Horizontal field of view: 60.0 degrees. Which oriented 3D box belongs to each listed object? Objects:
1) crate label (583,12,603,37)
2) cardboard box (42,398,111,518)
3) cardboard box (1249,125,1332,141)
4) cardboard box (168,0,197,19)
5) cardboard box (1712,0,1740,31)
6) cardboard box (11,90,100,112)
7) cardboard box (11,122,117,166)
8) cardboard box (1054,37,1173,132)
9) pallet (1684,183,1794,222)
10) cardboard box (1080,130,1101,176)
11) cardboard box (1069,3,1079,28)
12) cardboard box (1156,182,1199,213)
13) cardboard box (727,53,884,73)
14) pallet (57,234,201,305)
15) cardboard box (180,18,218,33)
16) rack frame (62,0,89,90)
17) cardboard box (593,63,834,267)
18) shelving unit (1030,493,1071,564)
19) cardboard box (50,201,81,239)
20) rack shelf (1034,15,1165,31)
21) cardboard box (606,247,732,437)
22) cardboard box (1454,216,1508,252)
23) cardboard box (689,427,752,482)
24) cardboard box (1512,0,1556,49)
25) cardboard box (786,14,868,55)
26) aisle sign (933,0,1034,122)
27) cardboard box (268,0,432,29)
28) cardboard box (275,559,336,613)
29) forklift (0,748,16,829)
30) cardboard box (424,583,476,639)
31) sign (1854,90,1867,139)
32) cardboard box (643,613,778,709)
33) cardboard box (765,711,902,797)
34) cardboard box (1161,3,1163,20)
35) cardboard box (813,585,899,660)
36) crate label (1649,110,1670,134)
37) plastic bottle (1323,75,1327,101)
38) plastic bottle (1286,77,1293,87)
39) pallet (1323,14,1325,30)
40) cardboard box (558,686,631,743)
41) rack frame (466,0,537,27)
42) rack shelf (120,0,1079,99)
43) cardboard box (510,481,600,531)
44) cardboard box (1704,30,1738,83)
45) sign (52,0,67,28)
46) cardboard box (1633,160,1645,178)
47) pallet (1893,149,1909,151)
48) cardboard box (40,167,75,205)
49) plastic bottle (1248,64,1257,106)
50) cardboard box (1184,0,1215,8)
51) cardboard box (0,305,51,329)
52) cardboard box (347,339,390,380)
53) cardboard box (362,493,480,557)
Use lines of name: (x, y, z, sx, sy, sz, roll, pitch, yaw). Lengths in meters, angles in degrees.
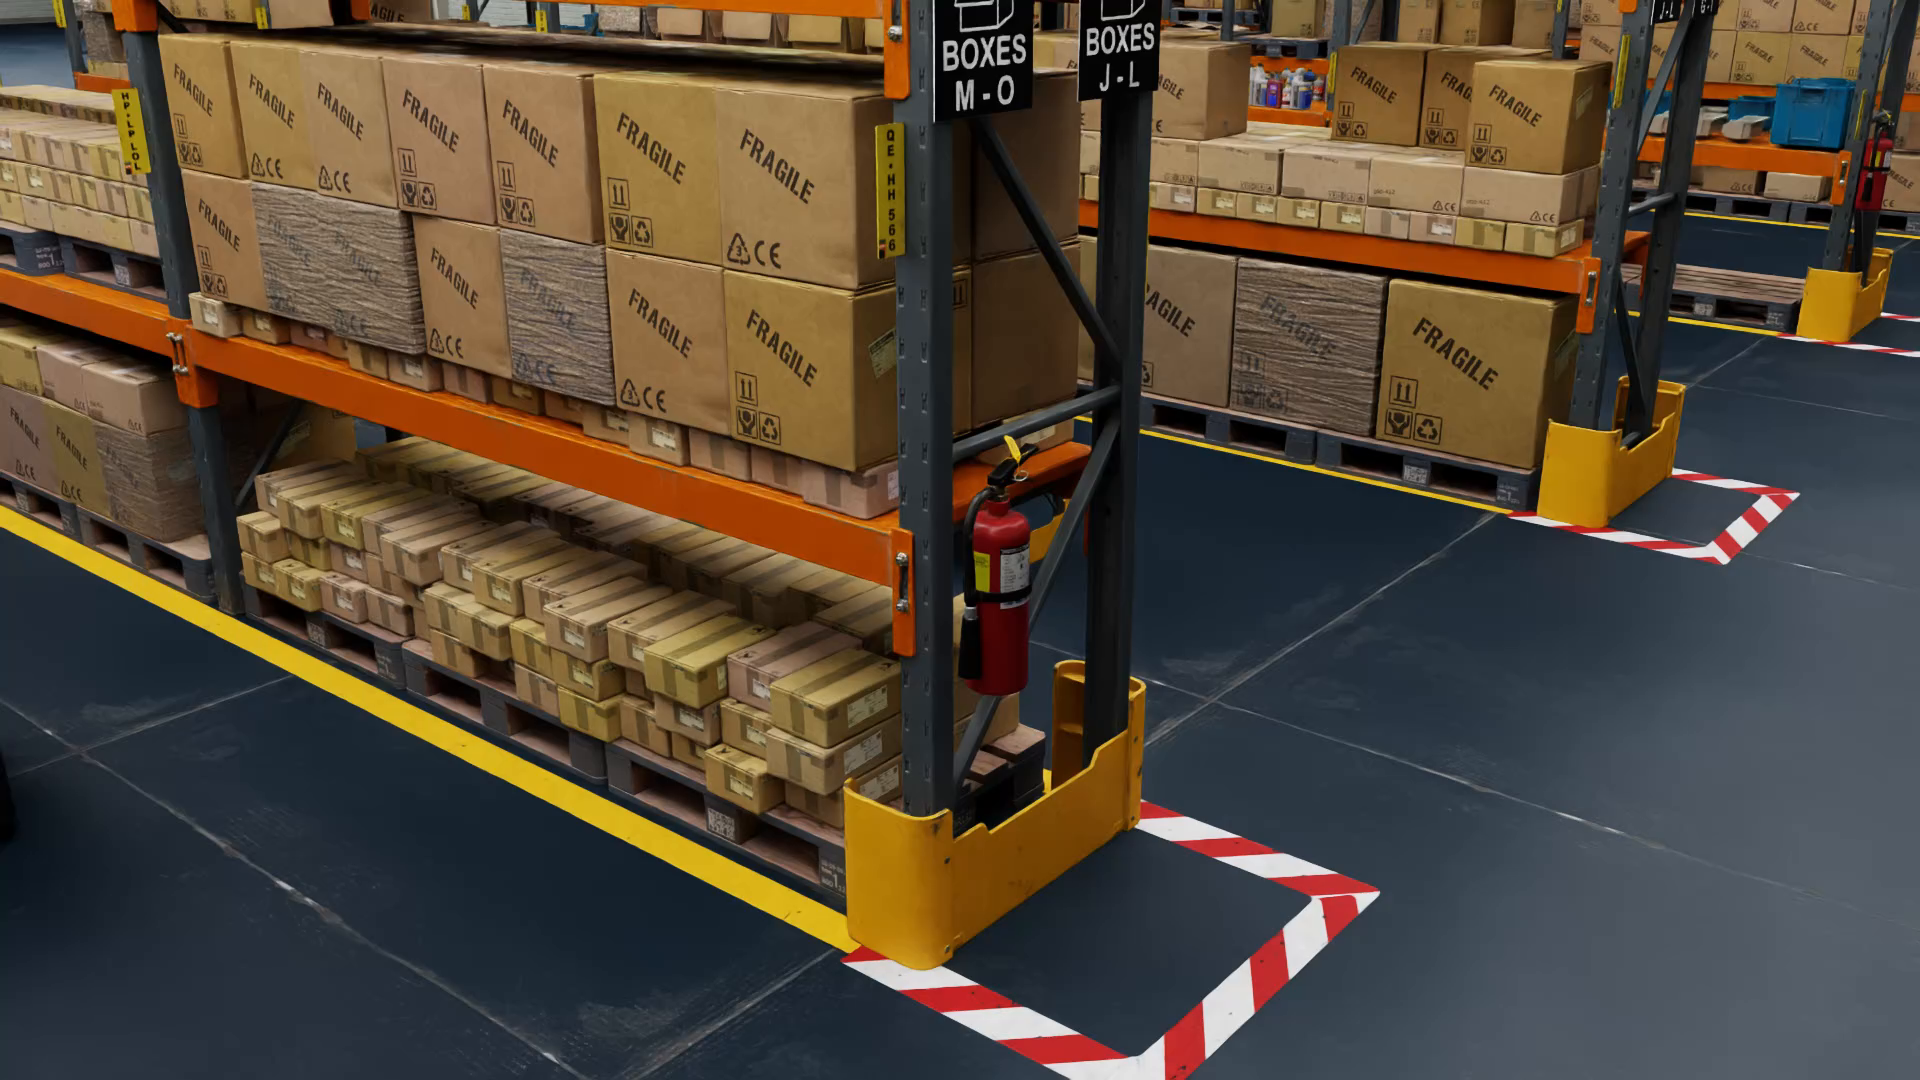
crate label: (-4.257, -6.258, 20.462, 0.616, 0.435, 0.502, 16, 26, 36)
cardboard box: (-4.034, -0.451, 8.062, 0.500, 0.500, 0.500, 15, 26, 35)
cardboard box: (2.007, -2.247, 9.666, 0.500, 0.250, 0.500, 15, 26, 35)
cardboard box: (-7.185, -5.234, 15.816, 0.500, 0.500, 0.500, 16, 26, 36)
cardboard box: (7.562, -5.357, 16.564, 0.500, 0.500, 0.500, 15, 25, 35)
cardboard box: (-4.937, -2.364, 9.105, 0.250, 0.149, 0.380, 17, 27, 38)
cardboard box: (-4.138, -1.839, 7.713, 0.250, 0.149, 0.380, 15, 25, 35)
cardboard box: (0.897, -2.678, 9.747, 0.500, 0.500, 0.500, 16, 26, 36)
pallet: (8.058, -3.524, 17.214, 1.213, 0.211, 1.003, 16, 26, 36)
cardboard box: (0.891, -2.327, 9.880, 0.500, 0.250, 0.500, 16, 26, 36)
cardboard box: (1.760, -6.681, 21.491, 0.500, 0.500, 0.500, 16, 26, 36)
cardboard box: (1.334, -1.984, 9.533, 0.250, 0.149, 0.380, 16, 26, 37)
cardboard box: (-0.380, -1.259, 5.275, 0.500, 0.500, 0.500, 17, 27, 38)
pallet: (-3.404, -1.334, 7.727, 1.213, 0.211, 1.003, 16, 26, 36)
cardboard box: (-7.013, -4.840, 16.189, 0.500, 0.500, 0.875, 16, 26, 36)
rack frame: (-8.986, -5.224, 17.771, 0.127, 3.000, 1.000, 16, 26, 36)
cardboard box: (-0.709, -1.122, 4.913, 0.500, 0.500, 0.500, 15, 25, 35)
shelving unit: (-0.059, -0.719, 7.949, 1.083, 1.500, 0.587, 16, 26, 36)
cardboard box: (-3.924, -1.497, 7.648, 0.250, 0.149, 0.380, 15, 25, 34)
rack shelf: (1.959, -8.504, 27.486, 4.000, 0.370, 1.077, 16, 26, 36)
cardboard box: (-0.712, -0.654, 5.087, 0.500, 0.500, 0.500, 16, 26, 35)
cardboard box: (2.723, -1.584, 8.474, 0.250, 0.149, 0.380, 16, 26, 37)
cardboard box: (-0.609, -0.317, 5.113, 0.250, 0.149, 0.380, 16, 26, 36)
cardboard box: (6.352, -5.664, 18.201, 0.500, 0.500, 0.700, 7, 22, 18)
cardboard box: (-0.714, -3.360, 11.263, 0.637, 0.503, 0.797, 16, 26, 37)
aisle sign: (0.062, -1.439, 4.050, 0.004, 0.787, 0.394, 16, 26, 36)
cardboard box: (-5.360, -4.594, 14.653, 1.000, 1.000, 1.000, 16, 26, 37)
cardboard box: (-2.619, 0.152, 6.959, 0.250, 0.149, 0.380, 17, 27, 38)
forklift: (-4.630, -0.203, 4.554, 3.031, 2.935, 1.130, -14, 25, -33)
cardboard box: (-1.800, 0.232, 6.326, 0.250, 0.149, 0.380, 16, 26, 36)
sign: (6.206, -2.931, 11.458, 0.005, 0.325, 0.100, 16, 26, 36)
cardboard box: (-0.815, 0.394, 5.474, 0.250, 0.149, 0.380, 15, 26, 35)
cardboard box: (-0.394, 0.637, 5.251, 0.250, 0.149, 0.380, 15, 25, 35)
cardboard box: (2.950, -8.356, 26.260, 0.500, 0.250, 0.500, 16, 26, 36)
cardboard box: (-0.286, 0.299, 5.725, 0.250, 0.149, 0.380, 17, 26, 37)
crate label: (5.348, -3.170, 12.611, 0.243, 0.136, 0.396, 16, 26, 36)
plastic bottle: (3.325, -4.075, 14.887, 0.133, 0.283, 0.061, 16, 26, 36)
plastic bottle: (2.977, -4.059, 14.962, 0.097, 0.201, 0.097, 0, 21, 0)
pallet: (5.988, -7.542, 24.188, 1.003, 0.211, 1.213, 16, 26, 36)
cardboard box: (-1.195, 0.552, 5.898, 0.250, 0.149, 0.380, 15, 25, 34)
rack frame: (-5.854, -6.578, 21.361, 0.127, 3.000, 1.000, 16, 26, 36)
rack shelf: (-1.354, -1.834, 5.550, 4.000, 0.370, 1.077, 16, 26, 36)
cardboard box: (-1.623, -0.132, 6.870, 0.250, 0.149, 0.380, 15, 25, 34)
cardboard box: (7.585, -4.887, 16.735, 0.500, 0.500, 0.500, 16, 26, 36)
sign: (-9.329, -5.481, 17.225, 0.005, 0.325, 0.100, 16, 26, 36)
cardboard box: (7.198, -4.241, 18.082, 0.500, 0.500, 0.500, 16, 26, 36)
pallet: (11.196, -4.841, 20.707, 1.213, 0.211, 1.003, 16, 26, 36)
cardboard box: (-3.947, -1.641, 7.608, 0.250, 0.149, 0.380, 15, 25, 35)
plastic bottle: (2.523, -3.994, 14.577, 0.185, 0.351, 0.144, 16, 26, 36)
cardboard box: (3.881, -8.524, 25.755, 0.500, 0.500, 0.700, 16, 26, 36)
cardboard box: (-4.853, -1.037, 8.551, 0.500, 0.250, 0.500, 16, 26, 37)
cardboard box: (-2.044, -0.725, 6.195, 0.250, 0.149, 0.380, 17, 26, 37)
cardboard box: (-2.148, -0.049, 6.648, 0.250, 0.149, 0.380, 15, 25, 35)
